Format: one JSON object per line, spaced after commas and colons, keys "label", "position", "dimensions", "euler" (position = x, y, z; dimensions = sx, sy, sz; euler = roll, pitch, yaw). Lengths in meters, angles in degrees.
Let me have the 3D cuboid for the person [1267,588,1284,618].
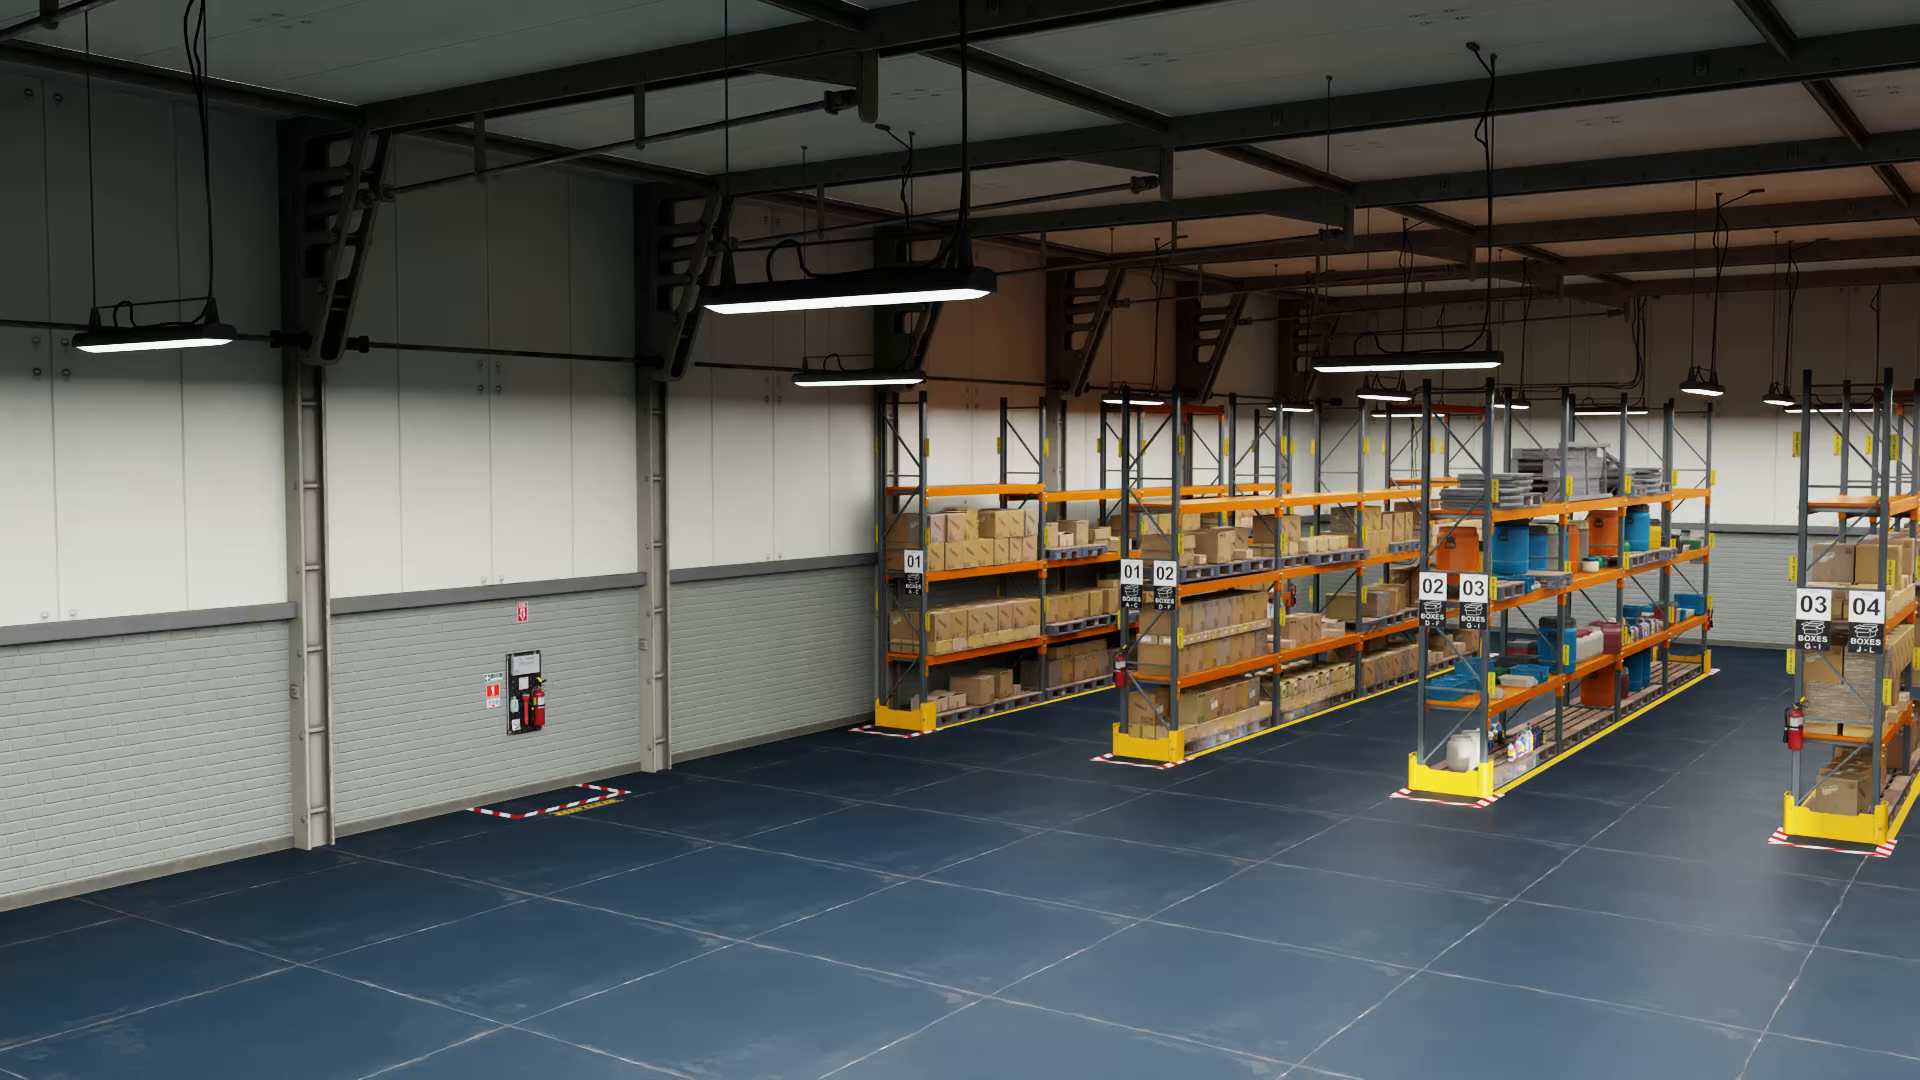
{"label": "person", "position": [7.263, 1.974, 38.736], "dimensions": [0.541, 1.734, 1.017], "euler": [1, 3, 25]}
